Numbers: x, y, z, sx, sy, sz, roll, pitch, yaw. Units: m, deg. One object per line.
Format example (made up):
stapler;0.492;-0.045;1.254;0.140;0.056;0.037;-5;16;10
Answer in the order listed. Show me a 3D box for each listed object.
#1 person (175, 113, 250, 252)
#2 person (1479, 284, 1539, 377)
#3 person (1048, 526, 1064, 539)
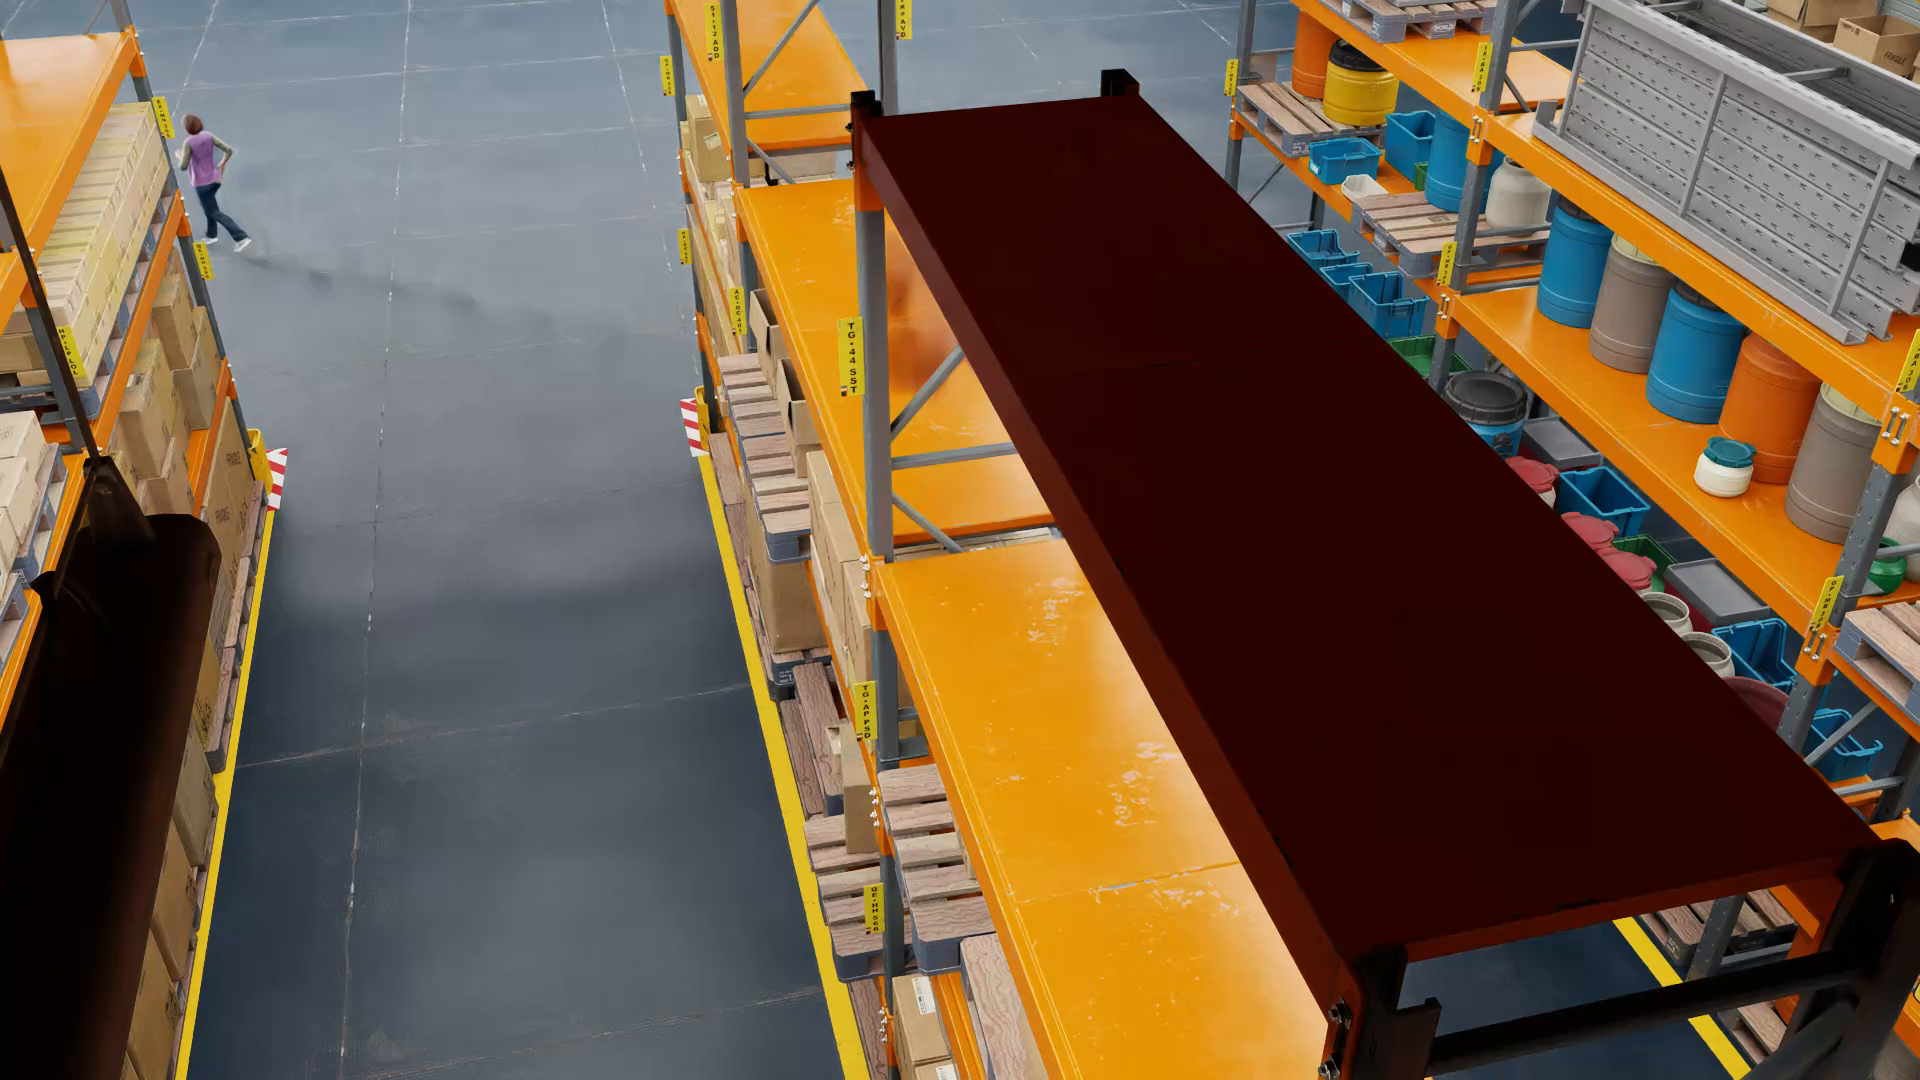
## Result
person;-8.309;-3.932;18.400;0.868;1.576;0.528;12;36;17
person;5.000;-1.874;15.236;0.692;1.807;0.805;-19;39;-26
person;0.640;-0.327;12.600;0.617;1.679;0.696;-15;37;-20
